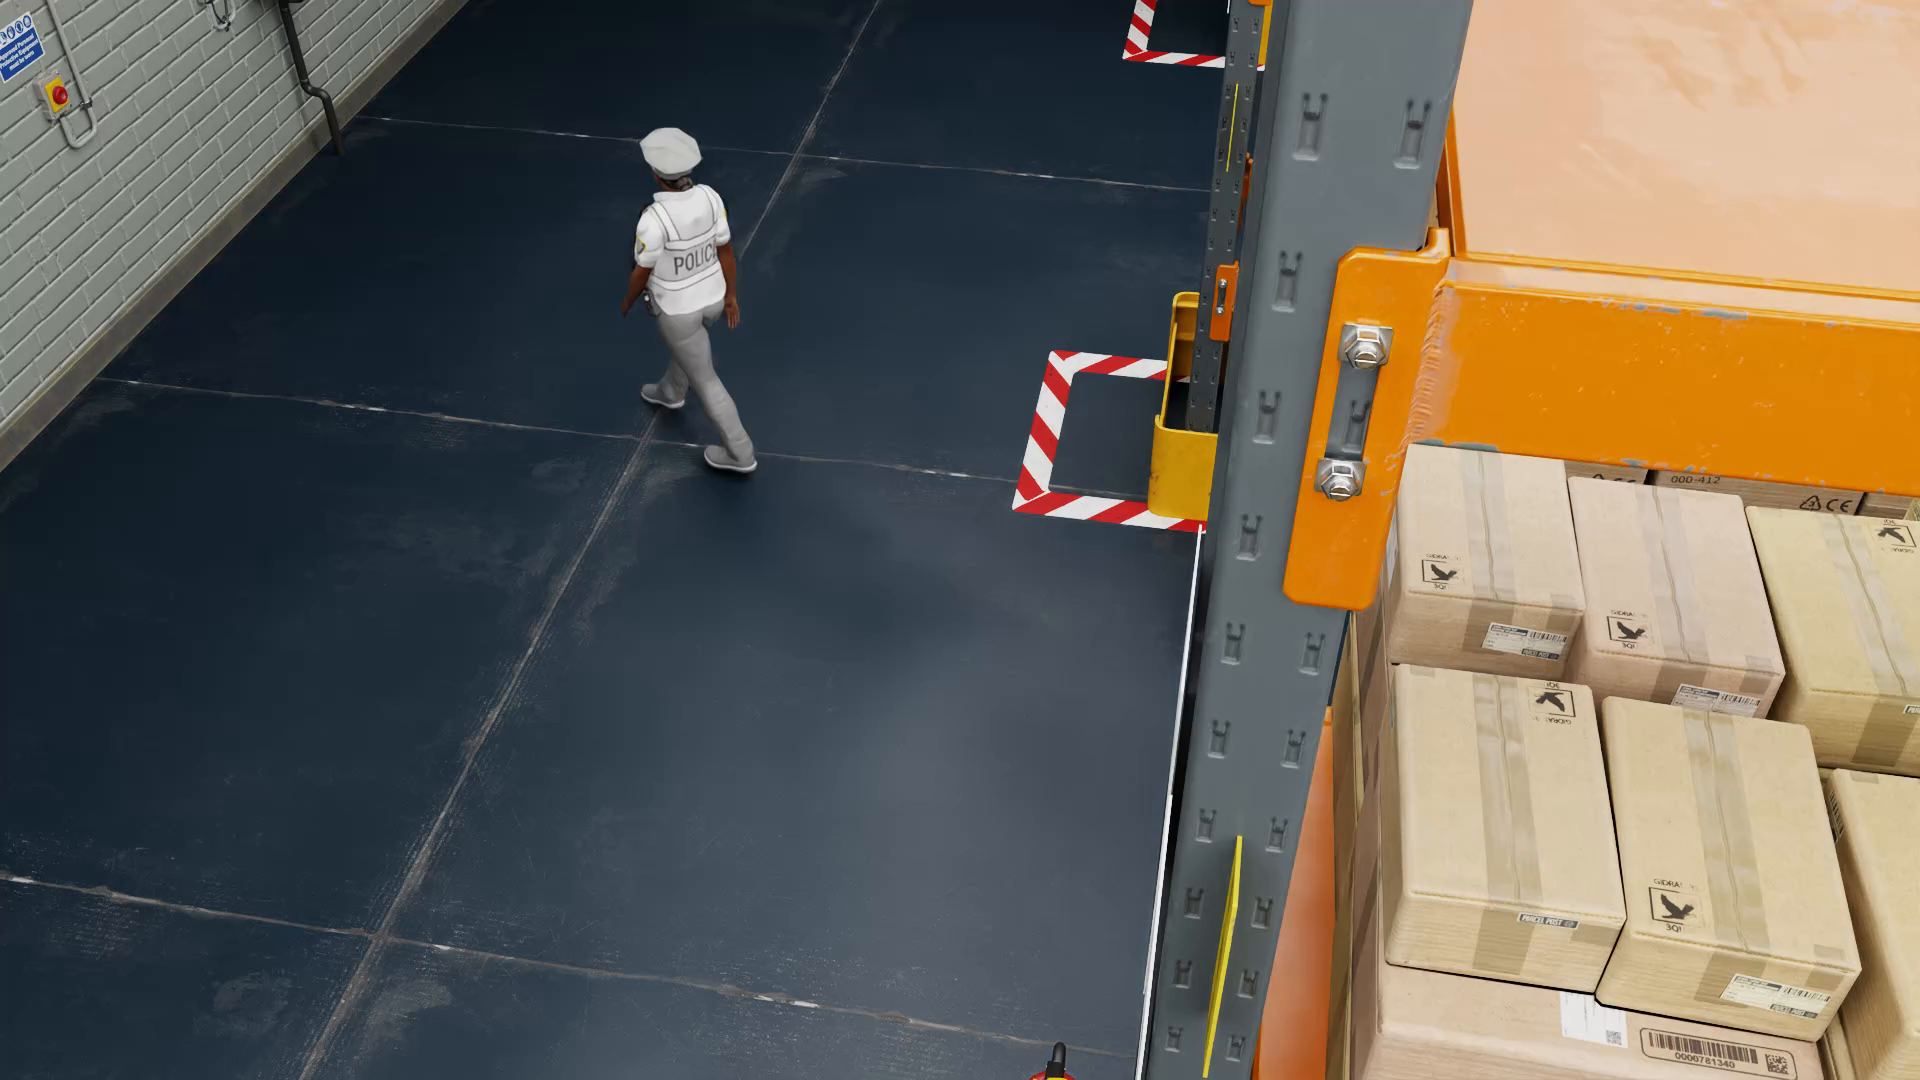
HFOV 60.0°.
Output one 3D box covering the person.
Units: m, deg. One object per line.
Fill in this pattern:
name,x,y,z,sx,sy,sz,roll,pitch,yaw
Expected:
person,-1.323,-1.138,7.669,0.924,1.653,0.458,28,48,28
